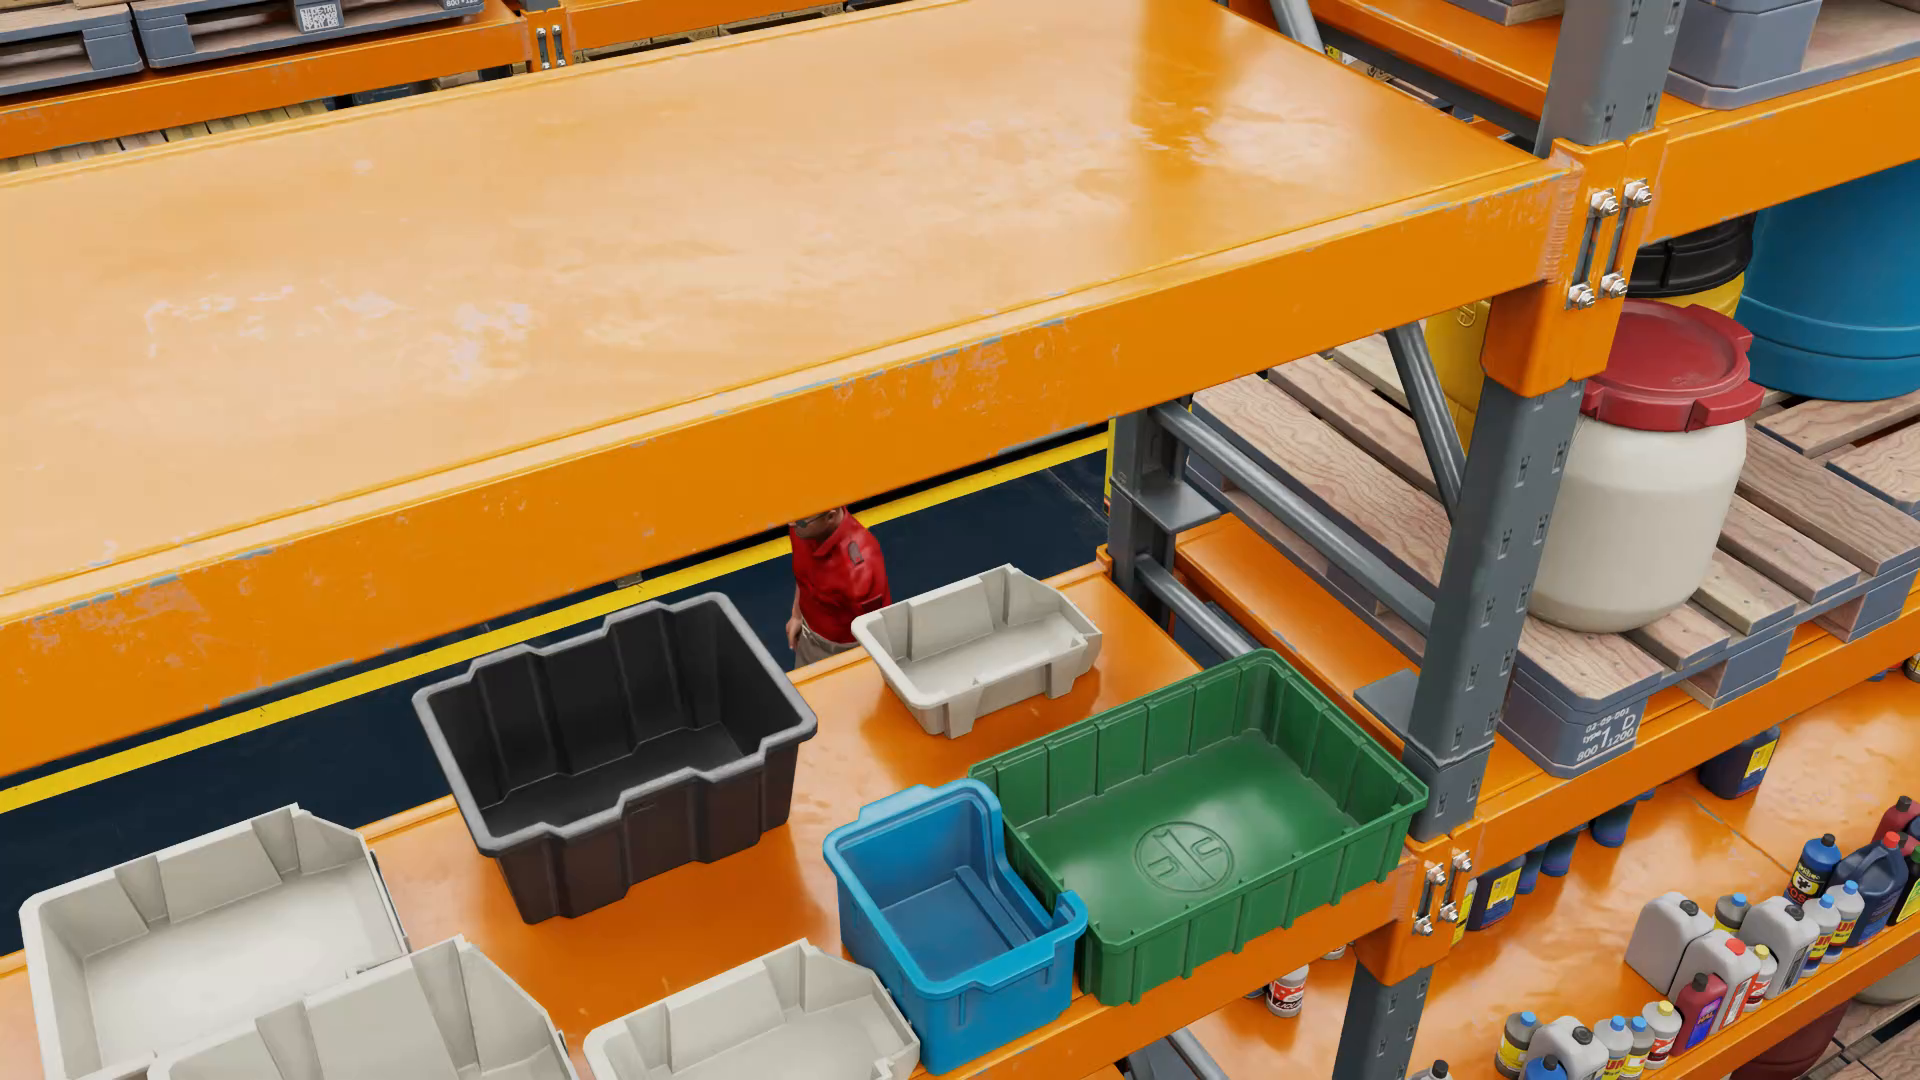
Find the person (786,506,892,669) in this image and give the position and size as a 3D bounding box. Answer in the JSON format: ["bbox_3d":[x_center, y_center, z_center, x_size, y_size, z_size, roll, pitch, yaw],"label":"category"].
[{"bbox_3d":[-0.473,0.432,6.358,0.394,1.726,0.604,-22,42,-26],"label":"person"}]
